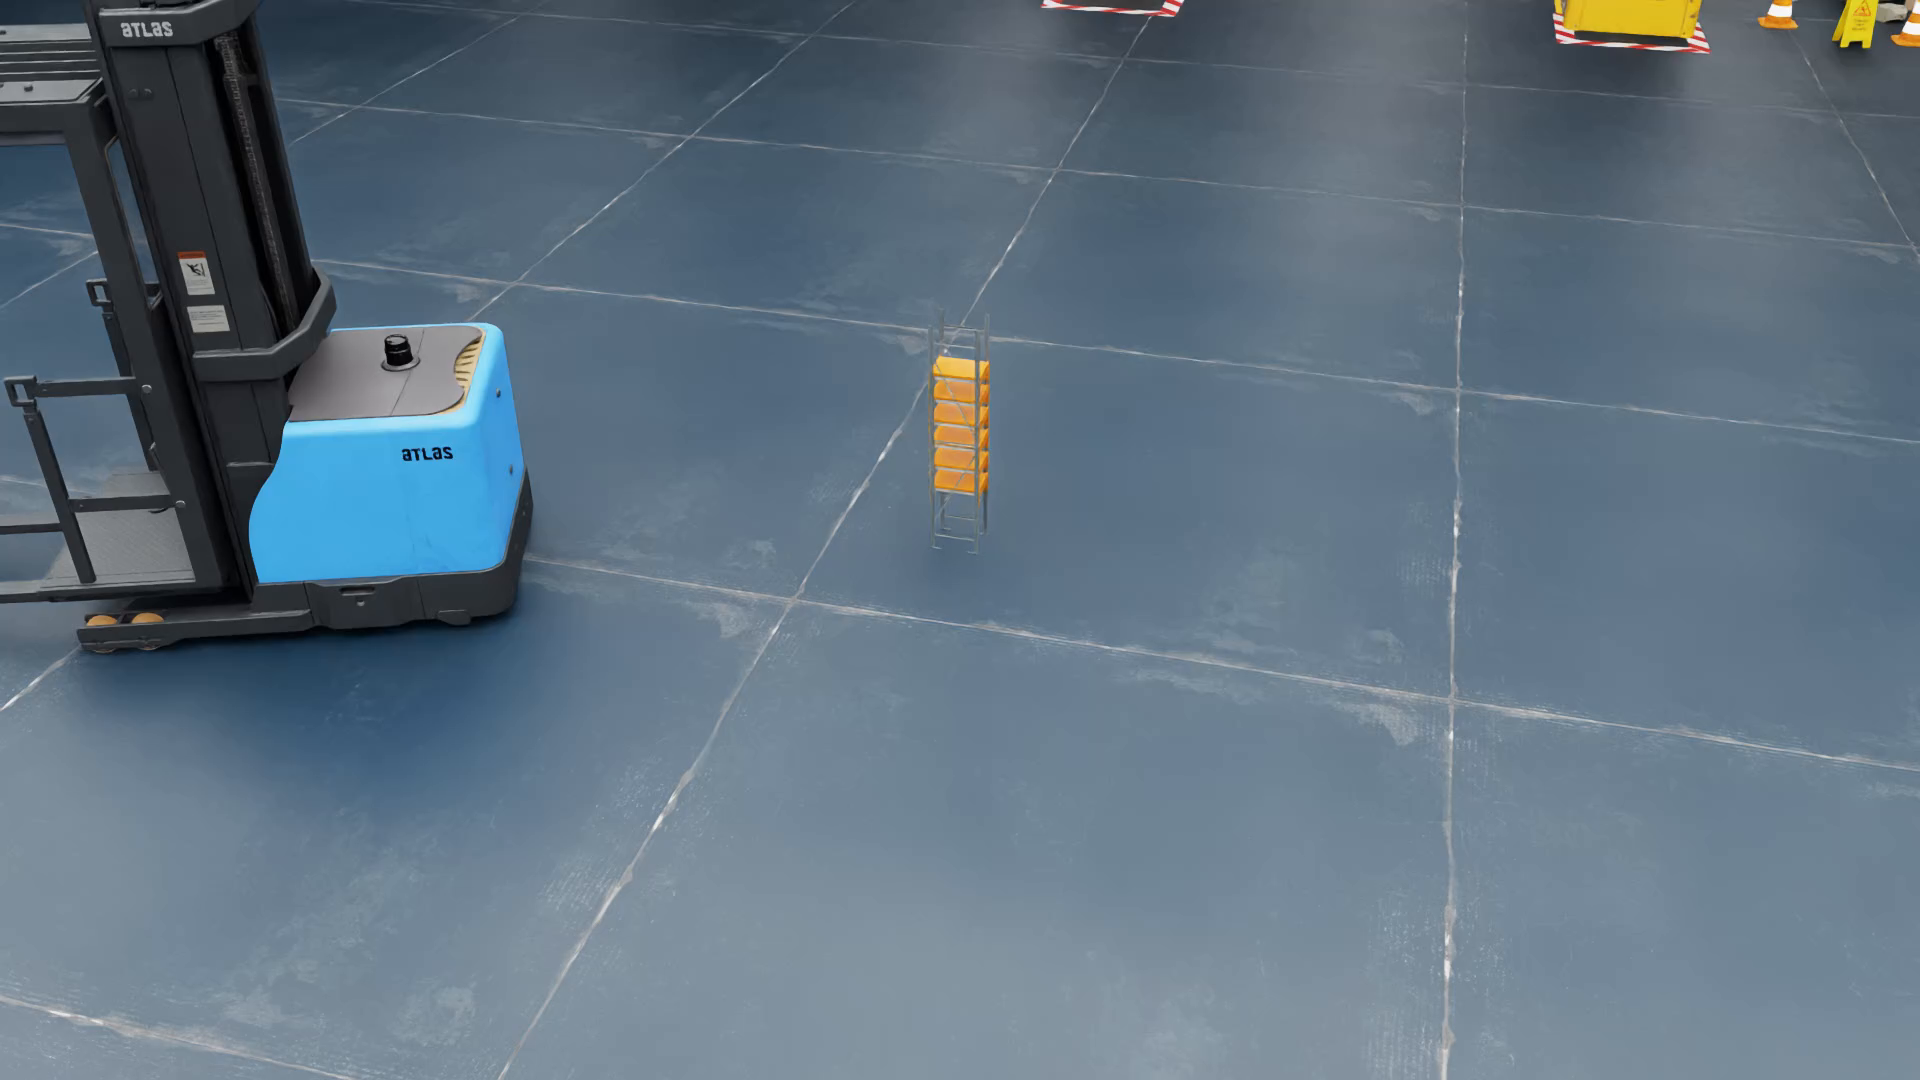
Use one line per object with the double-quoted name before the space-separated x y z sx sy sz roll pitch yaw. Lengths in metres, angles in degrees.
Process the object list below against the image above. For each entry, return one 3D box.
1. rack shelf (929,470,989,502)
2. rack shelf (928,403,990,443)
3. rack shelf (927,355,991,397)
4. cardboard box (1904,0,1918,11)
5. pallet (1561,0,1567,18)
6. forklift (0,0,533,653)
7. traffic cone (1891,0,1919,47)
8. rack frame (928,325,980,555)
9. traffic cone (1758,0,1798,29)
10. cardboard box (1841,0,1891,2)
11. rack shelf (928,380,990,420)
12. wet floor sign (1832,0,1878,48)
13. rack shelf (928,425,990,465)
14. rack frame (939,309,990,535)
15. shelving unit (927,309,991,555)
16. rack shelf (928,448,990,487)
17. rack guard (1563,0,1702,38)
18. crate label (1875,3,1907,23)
"rack shelf" -0.004 -0.259 8.069 0.258 0.103 0.180 8 33 12
"rack shelf" -0.004 -0.563 7.876 0.258 0.103 0.180 8 33 12
"rack shelf" -0.004 -0.765 7.747 0.258 0.103 0.180 8 33 12
"cardboard box" 9.606 -5.315 16.471 0.380 0.149 0.250 28 42 36
"pallet" 6.541 -5.433 16.600 1.003 0.211 1.213 8 33 12
"forklift" -3.610 -1.030 7.138 3.031 2.935 1.130 -3 33 -5
"traffic cone" 8.928 -4.866 15.472 0.336 0.463 0.334 8 33 12
"rack frame" -0.027 -0.451 7.842 0.240 1.200 0.006 8 33 12
"traffic cone" 7.922 -5.196 15.992 0.336 0.463 0.334 8 33 12
"cardboard box" 9.224 -5.765 16.850 0.797 0.503 0.637 -14 35 -21
"rack shelf" -0.004 -0.664 7.811 0.258 0.103 0.180 8 33 12
"wet floor sign" 8.321 -4.906 15.366 0.267 0.644 0.232 3 33 4
"rack shelf" -0.004 -0.461 7.940 0.258 0.103 0.180 8 33 12
"rack frame" 0.020 -0.546 7.991 0.240 1.200 0.006 8 33 12
"shelving unit" -0.004 -0.499 7.916 0.258 1.200 0.189 8 33 12
"rack shelf" -0.004 -0.360 8.005 0.258 0.103 0.180 8 33 12
"rack guard" 6.407 -5.117 15.833 1.175 0.500 0.348 8 33 12
"crate label" 9.068 -5.145 16.215 0.250 0.136 0.298 -8 33 -13
